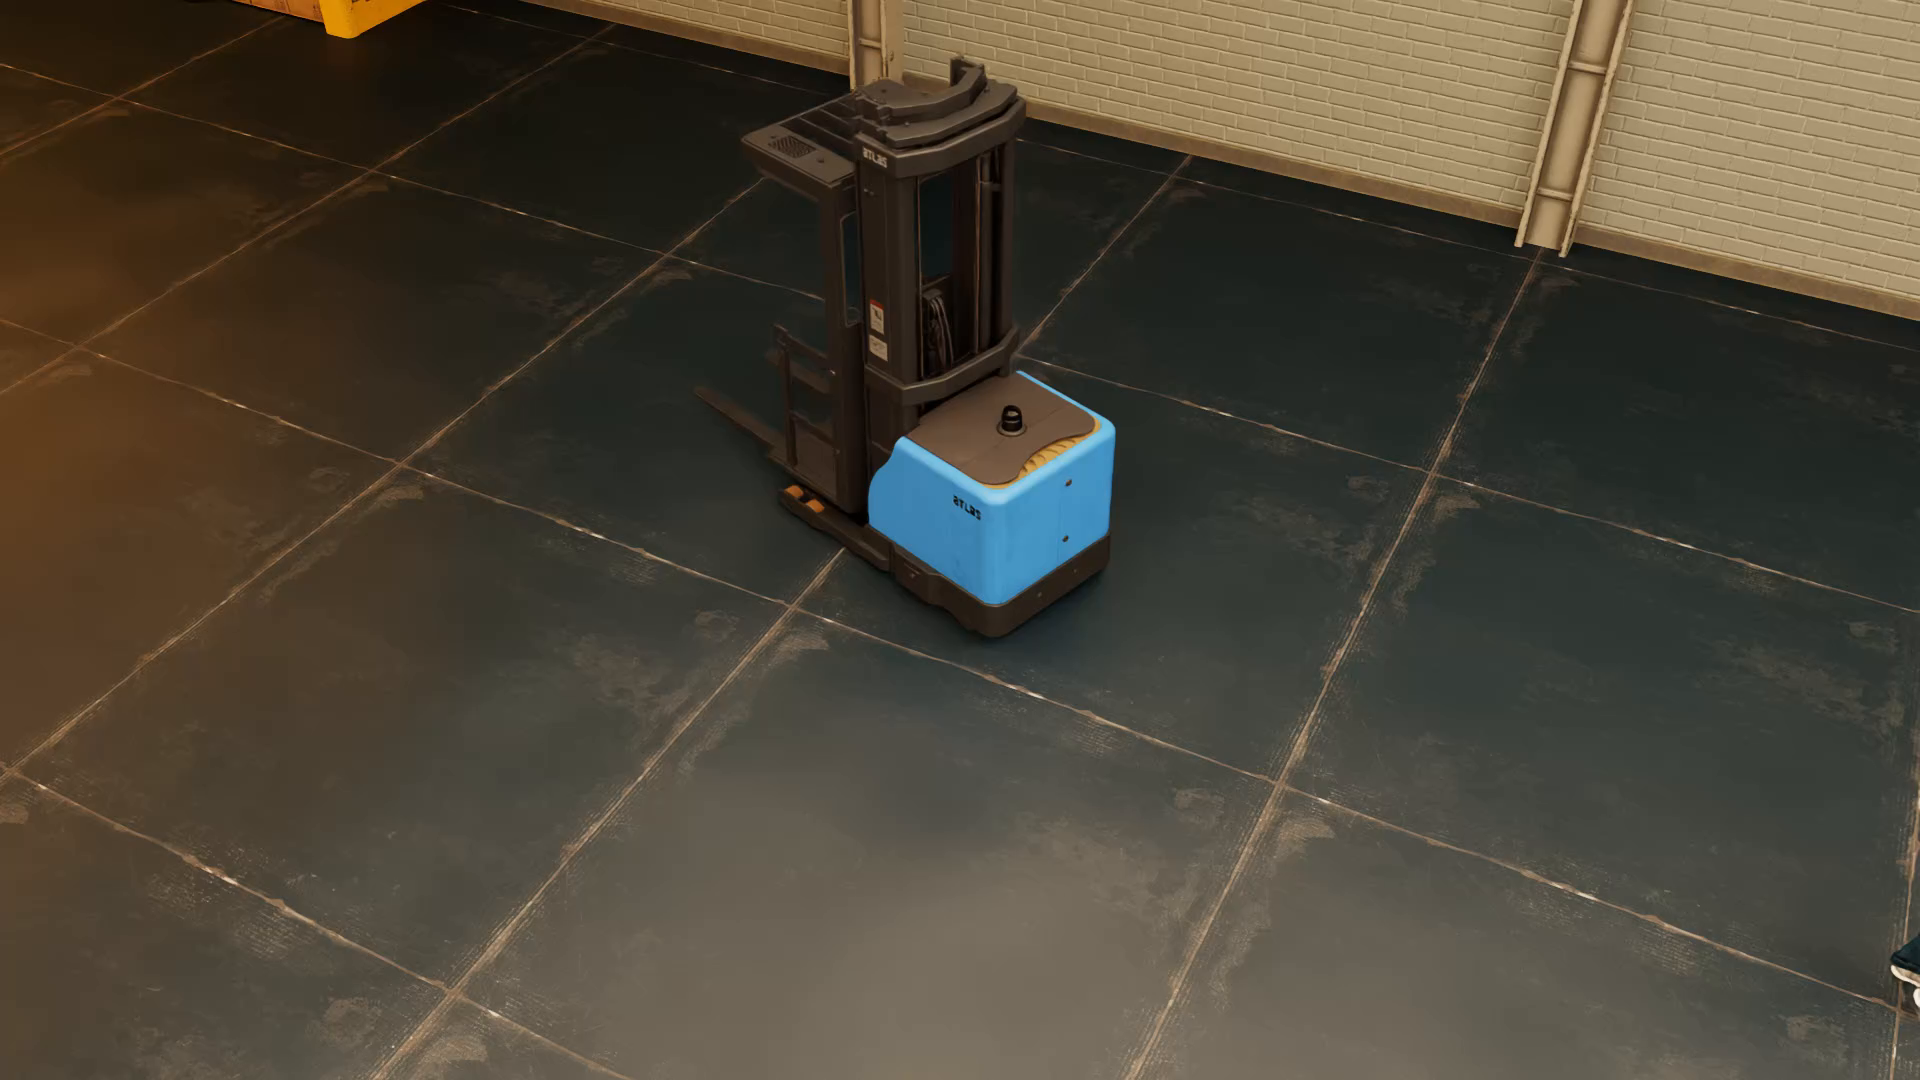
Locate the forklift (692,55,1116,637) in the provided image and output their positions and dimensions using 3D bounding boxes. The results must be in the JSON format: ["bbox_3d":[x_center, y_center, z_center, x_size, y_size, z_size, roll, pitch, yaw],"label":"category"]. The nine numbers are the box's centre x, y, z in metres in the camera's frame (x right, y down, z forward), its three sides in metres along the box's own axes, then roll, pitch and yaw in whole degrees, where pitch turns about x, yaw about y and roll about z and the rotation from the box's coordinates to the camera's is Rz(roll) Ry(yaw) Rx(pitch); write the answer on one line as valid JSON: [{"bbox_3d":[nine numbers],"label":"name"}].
[{"bbox_3d":[-0.494,-1.414,9.666,1.130,2.935,3.031,-32,50,-32],"label":"forklift"}]

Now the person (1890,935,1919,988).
[{"bbox_3d":[4.524,1.539,7.251,0.433,1.606,0.796,26,47,28],"label":"person"}]
